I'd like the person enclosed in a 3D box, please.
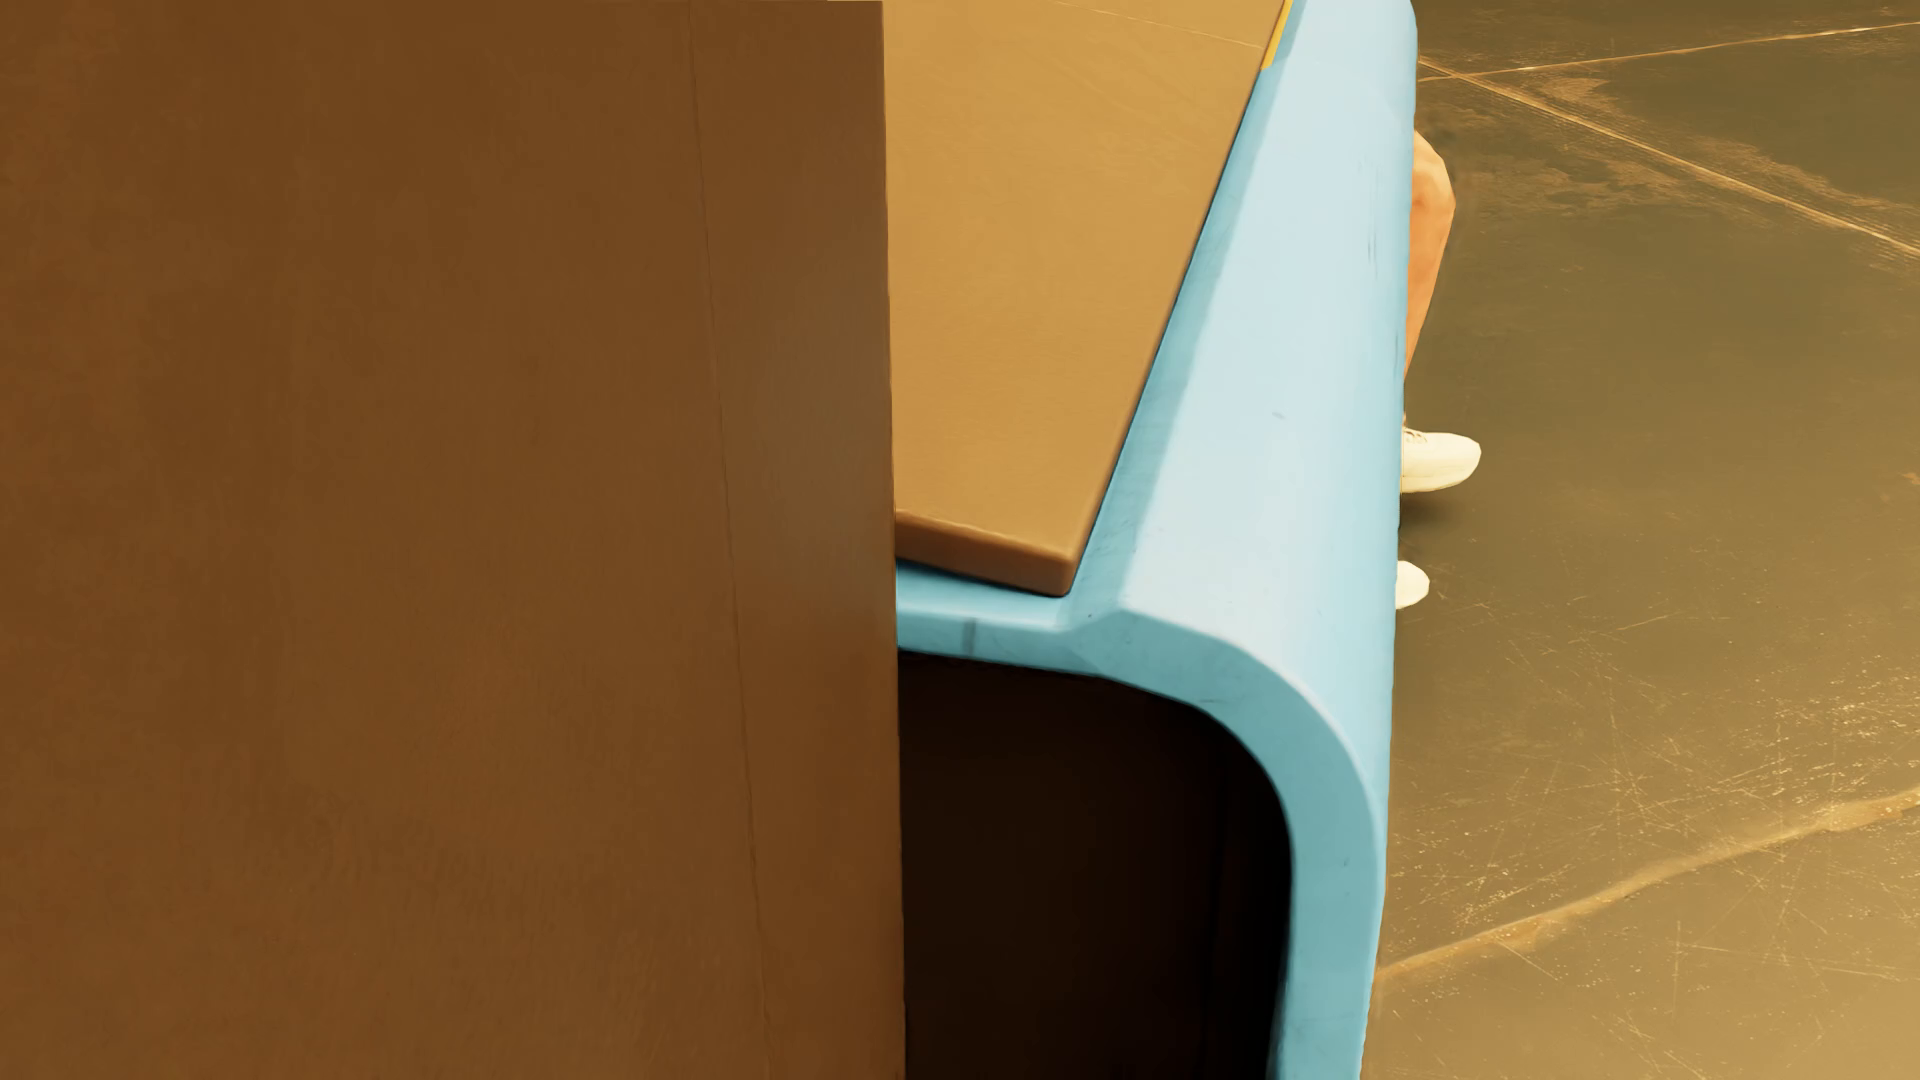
[{"bbox_3d":[0.381,-0.659,2.148,0.836,1.436,0.800,-11,31,-18],"label":"person"}]
